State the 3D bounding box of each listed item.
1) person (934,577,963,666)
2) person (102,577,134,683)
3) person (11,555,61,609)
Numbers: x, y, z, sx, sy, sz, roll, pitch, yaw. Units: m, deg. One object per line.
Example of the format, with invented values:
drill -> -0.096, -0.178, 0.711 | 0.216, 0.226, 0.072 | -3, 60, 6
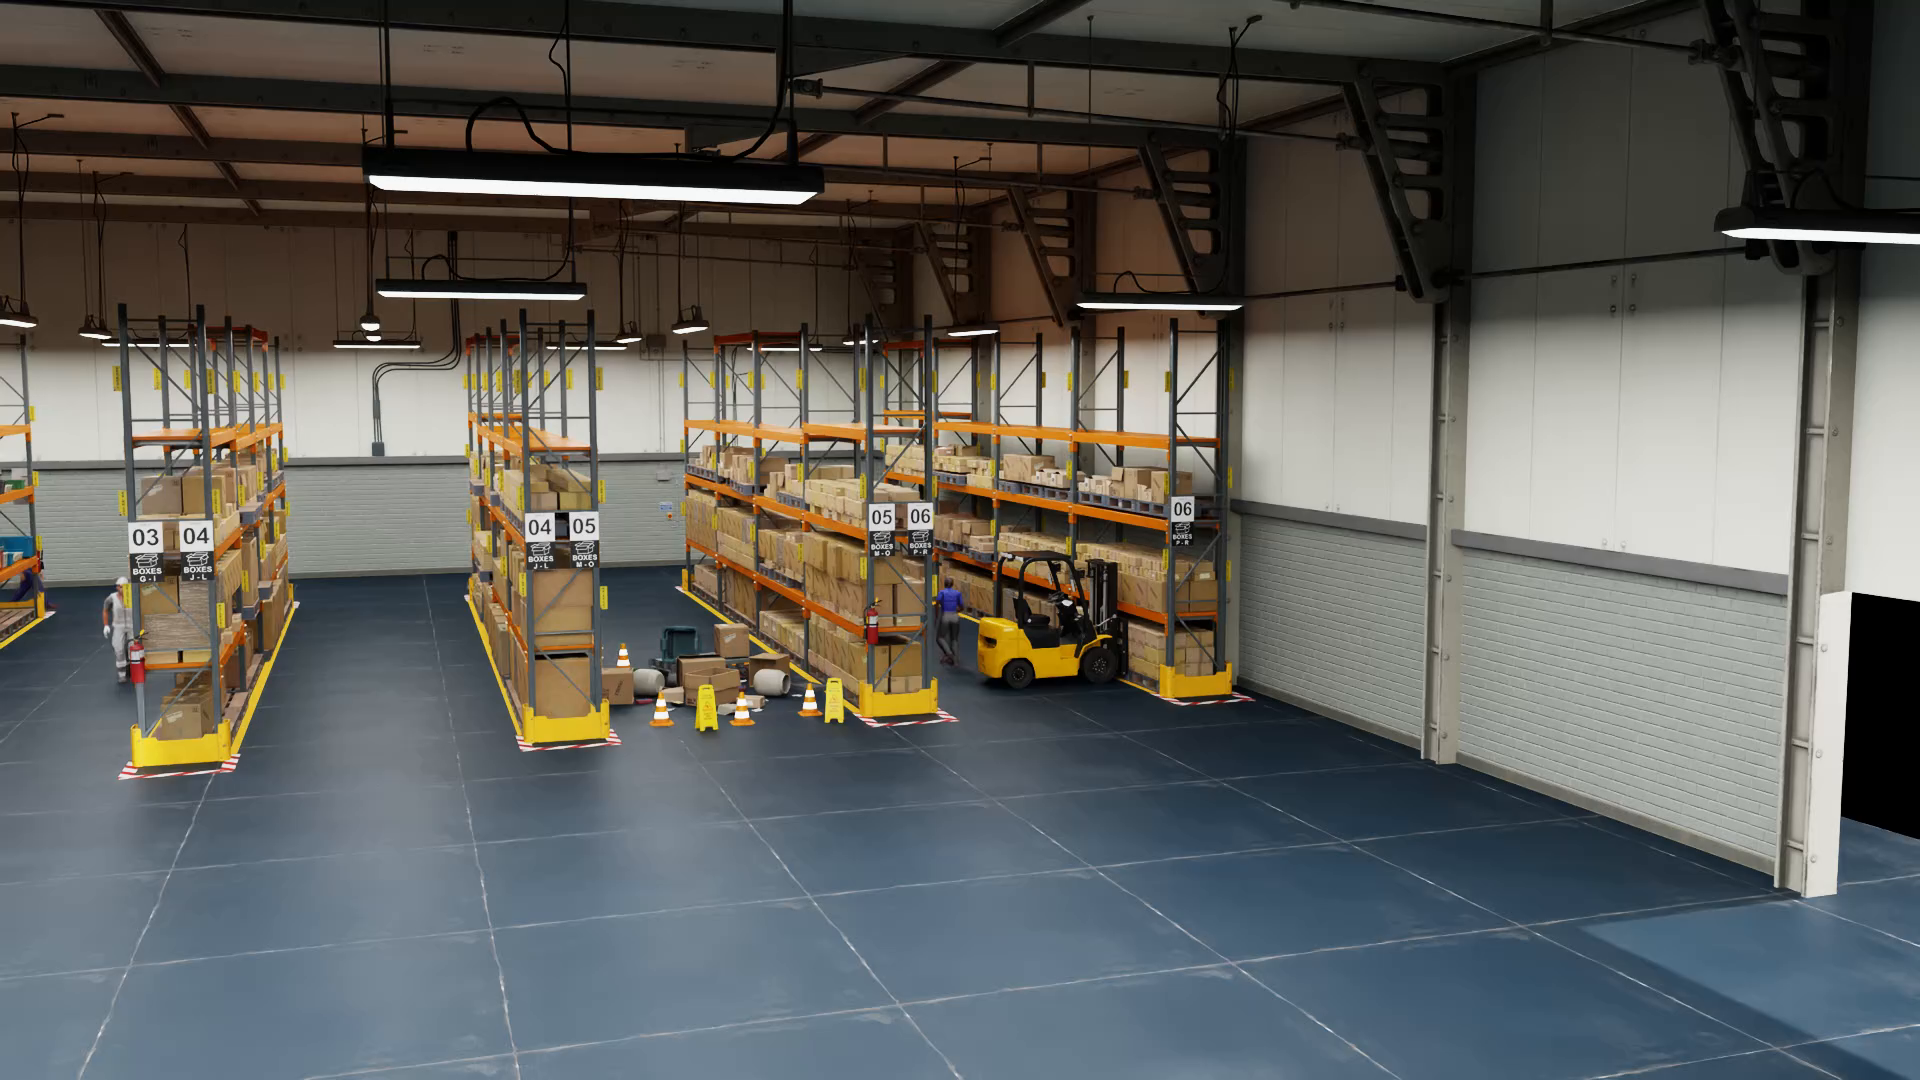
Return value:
person -> -0.204, 1.436, 29.595 | 0.570, 1.545, 0.717 | -2, 6, -18
person -> -14.067, 1.481, 27.969 | 0.628, 1.767, 0.689 | -3, 6, -30
person -> -20.328, 0.735, 36.480 | 1.022, 1.575, 0.485 | -2, 6, -22
